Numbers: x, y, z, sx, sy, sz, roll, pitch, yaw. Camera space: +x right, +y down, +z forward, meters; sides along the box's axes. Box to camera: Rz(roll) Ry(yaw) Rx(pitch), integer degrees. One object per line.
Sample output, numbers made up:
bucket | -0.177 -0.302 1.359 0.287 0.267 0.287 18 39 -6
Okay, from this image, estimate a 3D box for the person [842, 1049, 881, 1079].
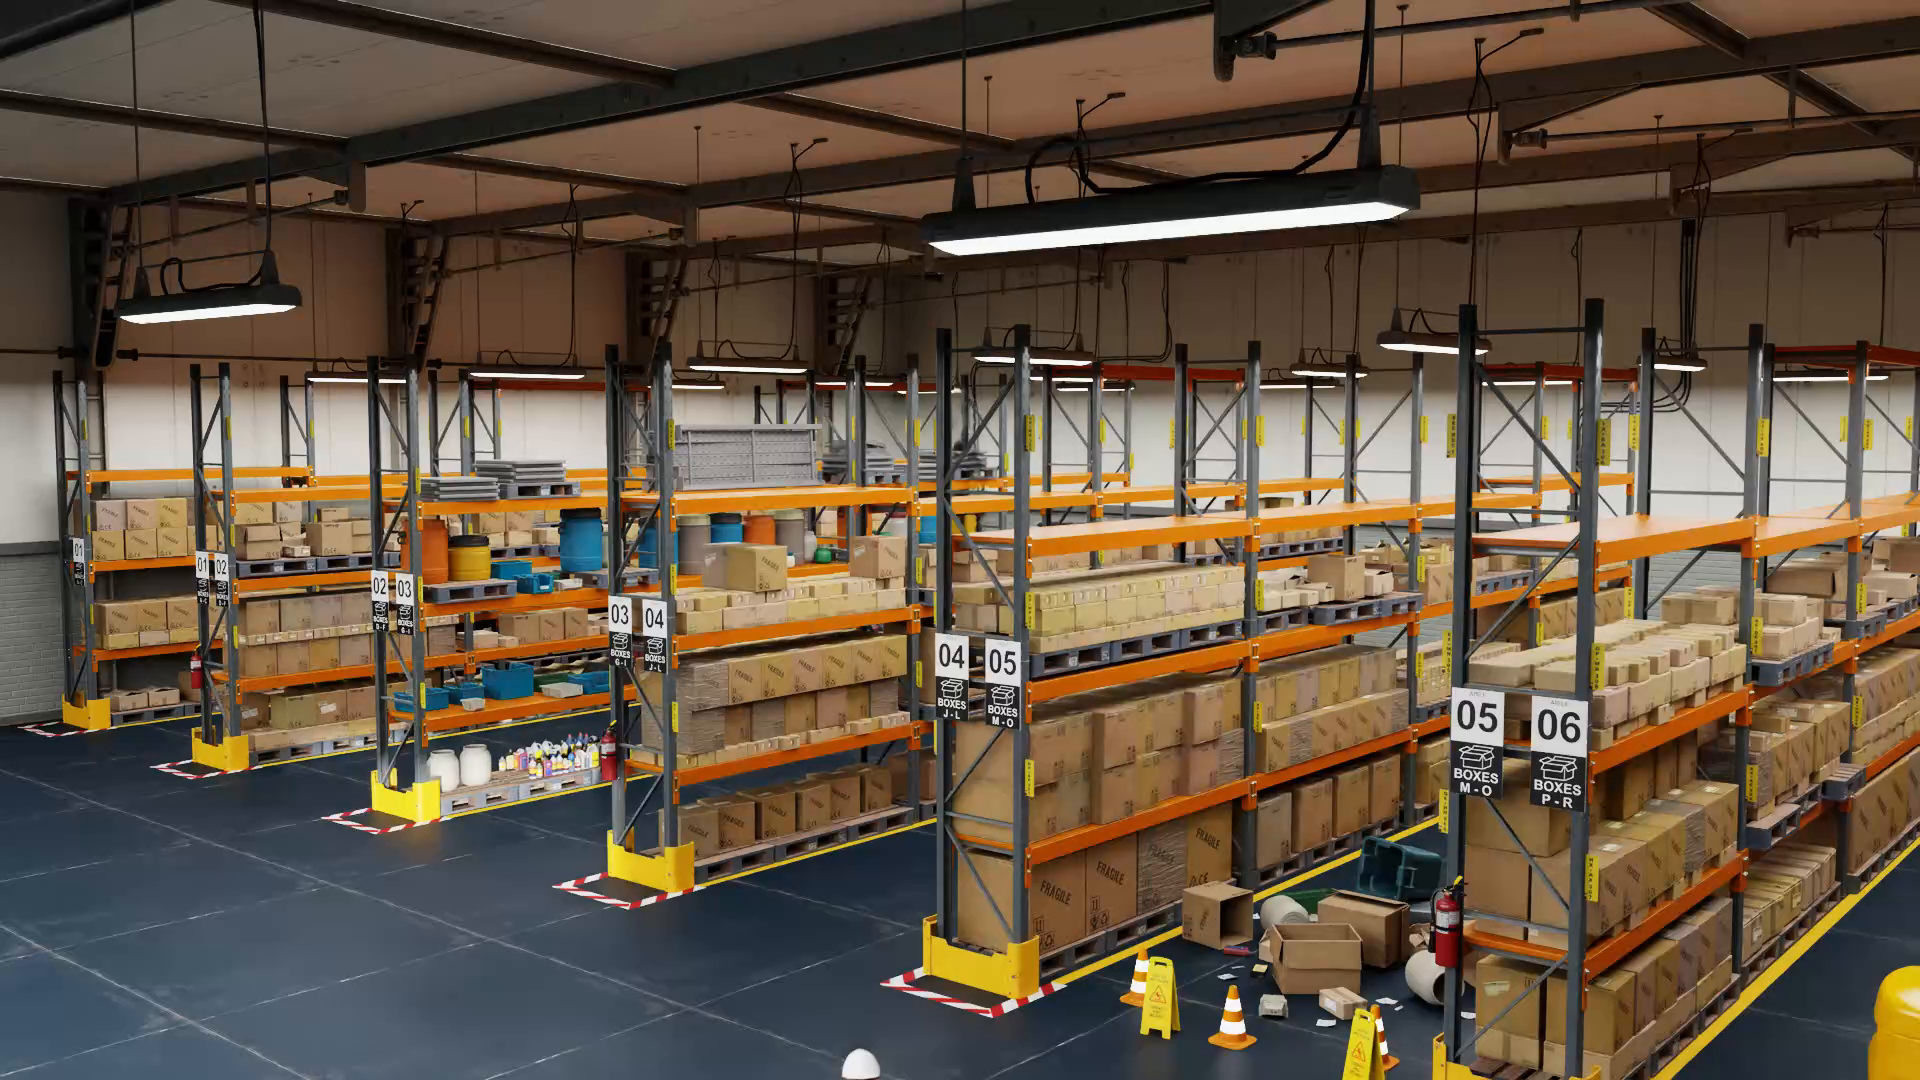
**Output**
person | -0.527 3.614 8.910 0.692 1.786 0.918 -1 4 -7
